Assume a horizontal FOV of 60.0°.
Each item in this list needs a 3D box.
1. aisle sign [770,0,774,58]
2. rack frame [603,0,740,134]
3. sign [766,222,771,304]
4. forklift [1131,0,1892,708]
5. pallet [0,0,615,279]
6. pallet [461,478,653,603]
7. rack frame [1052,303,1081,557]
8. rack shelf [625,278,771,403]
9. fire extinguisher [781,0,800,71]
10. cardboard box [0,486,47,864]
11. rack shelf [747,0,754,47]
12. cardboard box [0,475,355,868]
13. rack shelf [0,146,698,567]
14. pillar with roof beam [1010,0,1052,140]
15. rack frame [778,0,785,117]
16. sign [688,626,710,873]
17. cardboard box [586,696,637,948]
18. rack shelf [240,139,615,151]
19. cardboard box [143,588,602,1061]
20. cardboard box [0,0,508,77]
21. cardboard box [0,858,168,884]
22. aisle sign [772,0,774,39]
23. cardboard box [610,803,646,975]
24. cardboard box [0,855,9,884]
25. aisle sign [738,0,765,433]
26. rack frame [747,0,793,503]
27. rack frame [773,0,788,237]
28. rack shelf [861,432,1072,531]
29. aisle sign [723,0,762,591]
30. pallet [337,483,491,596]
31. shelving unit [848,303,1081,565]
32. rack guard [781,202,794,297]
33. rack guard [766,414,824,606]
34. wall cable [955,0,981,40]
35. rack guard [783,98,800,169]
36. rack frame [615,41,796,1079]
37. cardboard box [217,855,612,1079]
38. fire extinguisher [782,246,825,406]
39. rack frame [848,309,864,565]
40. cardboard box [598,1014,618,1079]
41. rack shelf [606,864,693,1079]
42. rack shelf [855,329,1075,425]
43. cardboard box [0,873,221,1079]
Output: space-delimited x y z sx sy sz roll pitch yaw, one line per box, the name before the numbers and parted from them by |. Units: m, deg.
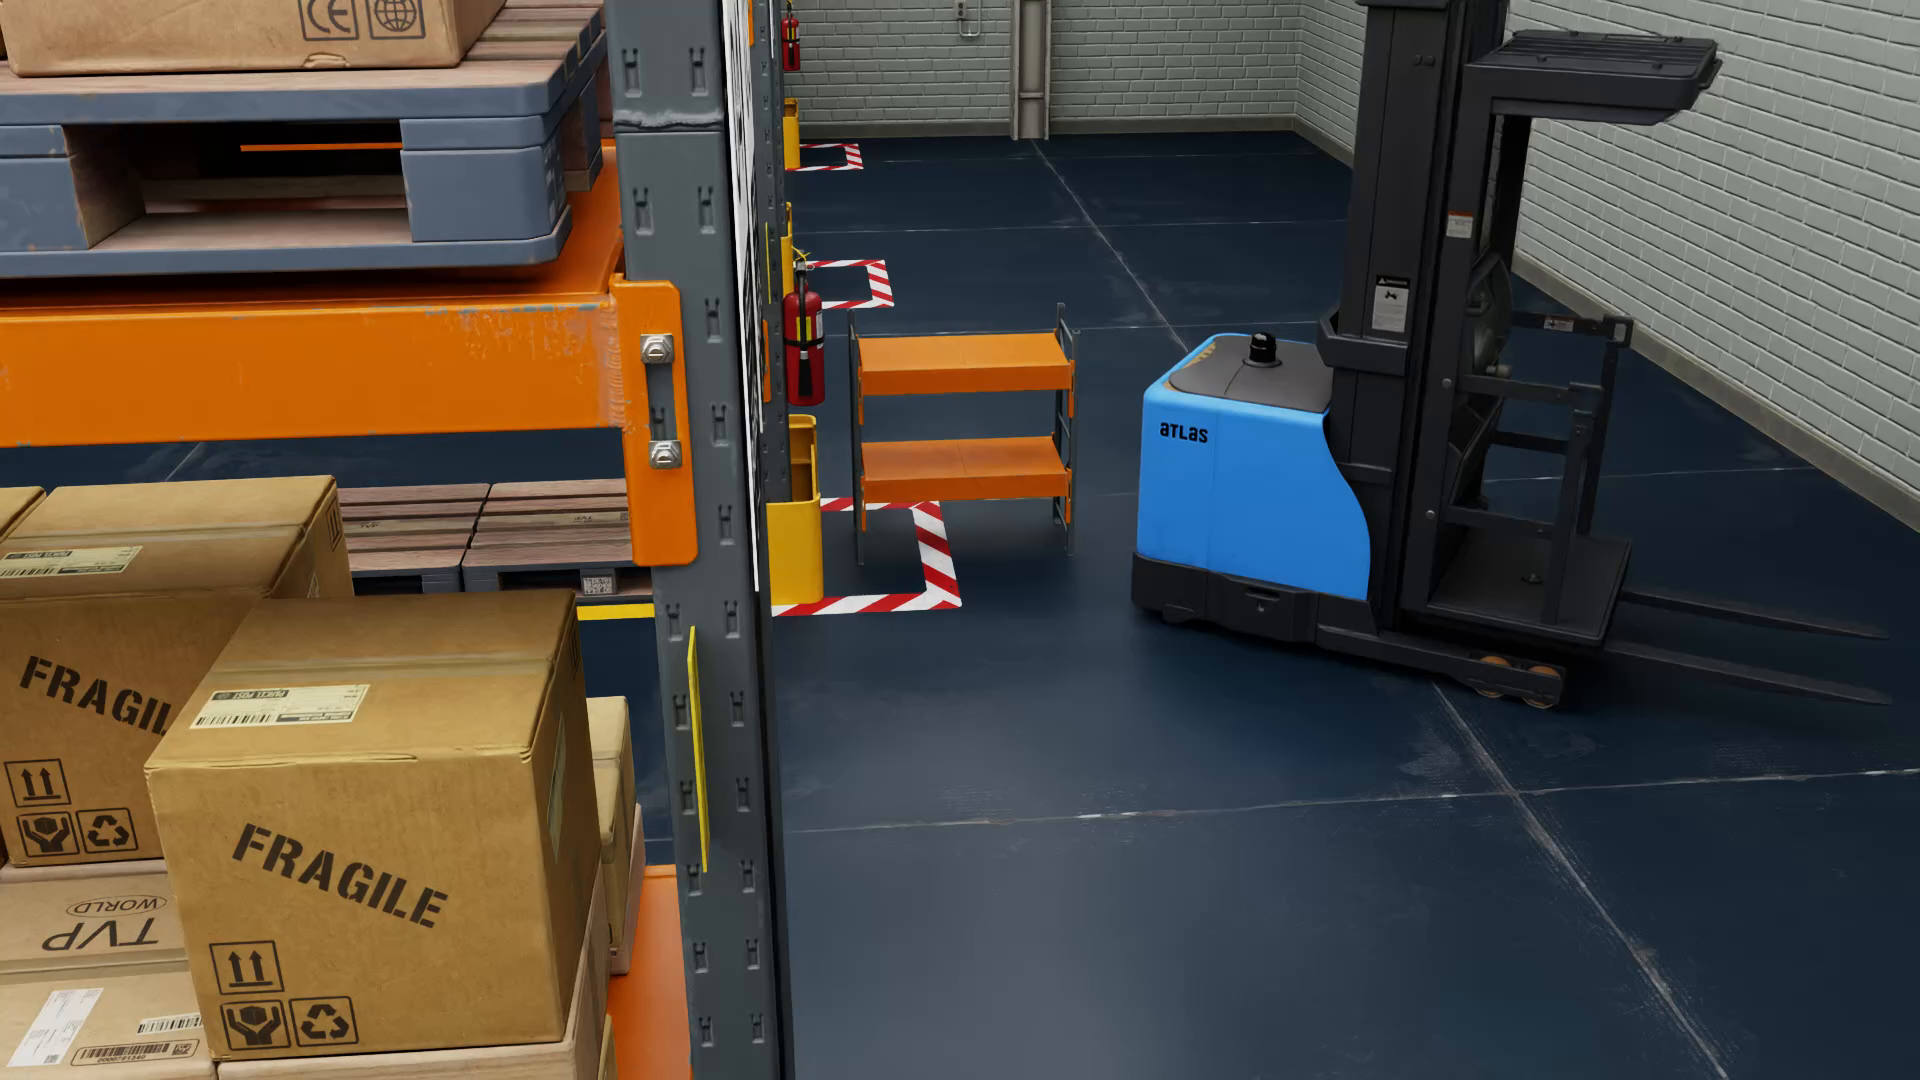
aisle sign | -0.773 -2.377 6.705 0.004 0.787 0.394 -2 24 -5
rack frame | -0.386 -2.044 1.770 0.127 3.000 1.000 -2 24 -5
sign | -0.803 -1.158 6.961 0.005 0.325 0.100 -2 24 -5
forklift | 2.322 -0.906 6.679 3.031 2.935 1.130 11 26 24
pallet | -1.123 -0.599 2.322 1.213 0.211 1.003 -2 24 -5
pallet | -1.697 -0.014 8.021 1.213 0.211 1.003 -2 24 -5
rack frame | 0.513 -0.535 8.068 0.032 1.125 0.500 -2 24 -5
rack shelf | -2.863 -0.896 7.460 4.000 0.370 1.077 -2 24 -5
fire extinguisher | -1.651 -4.923 16.188 0.183 0.674 0.296 -2 24 -5
cardboard box | -1.903 0.240 2.912 0.500 0.500 0.500 -3 24 -7
rack shelf | -2.863 -2.267 6.850 4.000 0.370 1.077 -2 24 -5
cardboard box | -1.388 0.217 2.964 0.500 0.500 0.500 -3 24 -6
rack shelf | -2.376 -0.265 2.346 4.000 0.370 1.077 -2 24 -5
pillar with roof beam | 1.178 -6.768 12.398 0.400 9.000 9.100 -2 24 -5
rack frame | -1.847 -5.309 16.502 0.127 3.000 1.000 -2 24 -5
sign | -0.347 0.279 2.211 0.005 0.325 0.100 -2 24 -5
cardboard box | -0.890 0.540 3.161 0.500 0.250 0.500 -3 24 -7
rack shelf | -3.346 -2.899 11.964 4.000 0.370 1.077 -2 24 -5
cardboard box | -0.845 0.413 2.524 0.500 0.500 0.500 -2 24 -4
cardboard box | -0.898 -0.915 2.158 0.500 0.500 0.700 -4 24 -8
cardboard box | -1.407 0.563 3.109 0.500 0.250 0.500 -3 24 -6
aisle sign | -0.831 -2.616 7.242 0.004 0.787 0.394 -2 24 -5
cardboard box | -0.772 0.693 3.308 0.250 0.149 0.380 -2 24 -5
cardboard box | -1.907 0.582 3.067 0.500 0.250 0.500 -3 24 -7
aisle sign | -0.344 -0.615 2.740 0.004 0.787 0.394 -2 24 -5
rack frame | -0.873 -1.305 7.493 0.127 3.000 1.000 -2 24 -5
rack frame | -1.356 -3.307 11.998 0.127 3.000 1.000 -2 24 -5
rack shelf | 0.007 -0.291 8.121 1.000 0.278 0.538 -2 24 -5
aisle sign | -0.285 -0.373 2.195 0.004 0.787 0.394 -2 24 -5
pallet | -2.909 0.034 7.914 1.213 0.211 1.003 -2 24 -5
shelving unit | 0.007 -0.514 8.022 1.048 1.125 0.538 -2 24 -5
rack guard | -1.432 -2.162 12.499 0.348 0.500 1.175 -2 24 -5
rack guard | -0.850 -0.169 8.015 0.348 0.500 1.175 -2 24 -5
wall cable | -0.665 -6.207 17.271 1.851 1.984 0.084 -2 24 -5
rack guard | -1.823 -4.168 17.012 0.348 0.500 1.175 -2 24 -5
rack frame | -0.386 0.697 2.989 0.127 3.000 1.000 -2 24 -5
cardboard box | -0.842 0.756 2.674 0.500 0.250 0.500 -3 24 -6
fire extinguisher | -0.678 -0.922 7.185 0.183 0.674 0.296 -2 24 -5
rack frame | -0.499 -0.494 7.976 0.032 1.125 0.500 -2 24 -5
cardboard box | -0.708 0.959 2.709 0.250 0.149 0.380 -2 24 -4
rack shelf | -2.376 1.105 2.955 4.000 0.370 1.077 -2 24 -5
rack shelf | 0.007 -0.782 7.903 1.000 0.278 0.538 -2 24 -5
cardboard box | -1.347 0.776 2.629 0.500 0.250 0.500 -3 24 -6
